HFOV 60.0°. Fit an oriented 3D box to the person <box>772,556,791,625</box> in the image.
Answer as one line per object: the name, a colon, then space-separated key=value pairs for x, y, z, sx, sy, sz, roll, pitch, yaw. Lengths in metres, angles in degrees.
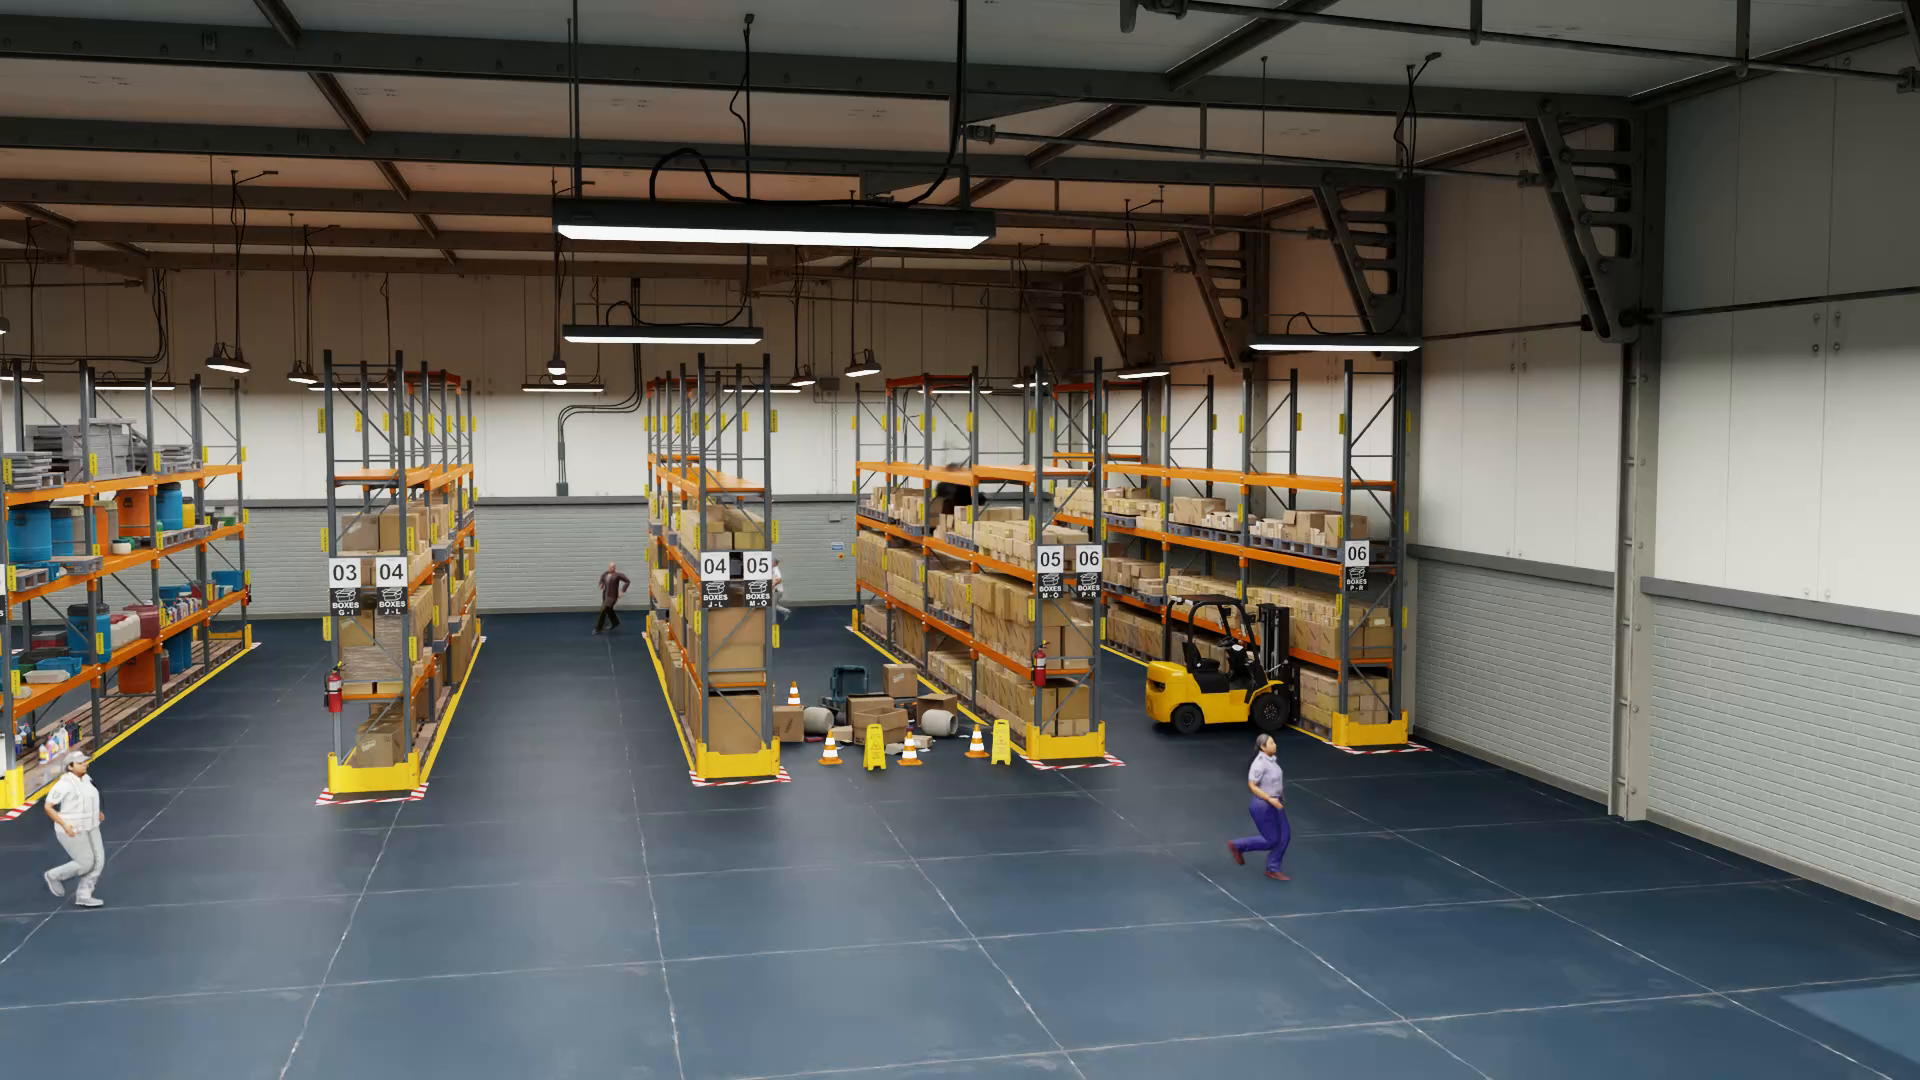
person: x=-4.516 y=1.276 z=41.190 sx=0.673 sy=1.768 sz=0.661 roll=-1 pitch=4 yaw=-11

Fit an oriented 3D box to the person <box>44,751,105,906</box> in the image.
person: x=-9.179 y=2.993 z=17.257 sx=0.566 sy=1.620 sz=0.622 roll=0 pitch=4 yaw=7

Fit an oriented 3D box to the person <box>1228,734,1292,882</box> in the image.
person: x=3.331 y=2.943 z=18.343 sx=0.685 sy=1.612 sz=0.608 roll=2 pitch=4 yaw=26

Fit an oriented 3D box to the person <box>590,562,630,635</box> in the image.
person: x=-8.333 y=1.391 z=39.717 sx=0.824 sy=1.771 sz=0.941 roll=3 pitch=5 yaw=36
